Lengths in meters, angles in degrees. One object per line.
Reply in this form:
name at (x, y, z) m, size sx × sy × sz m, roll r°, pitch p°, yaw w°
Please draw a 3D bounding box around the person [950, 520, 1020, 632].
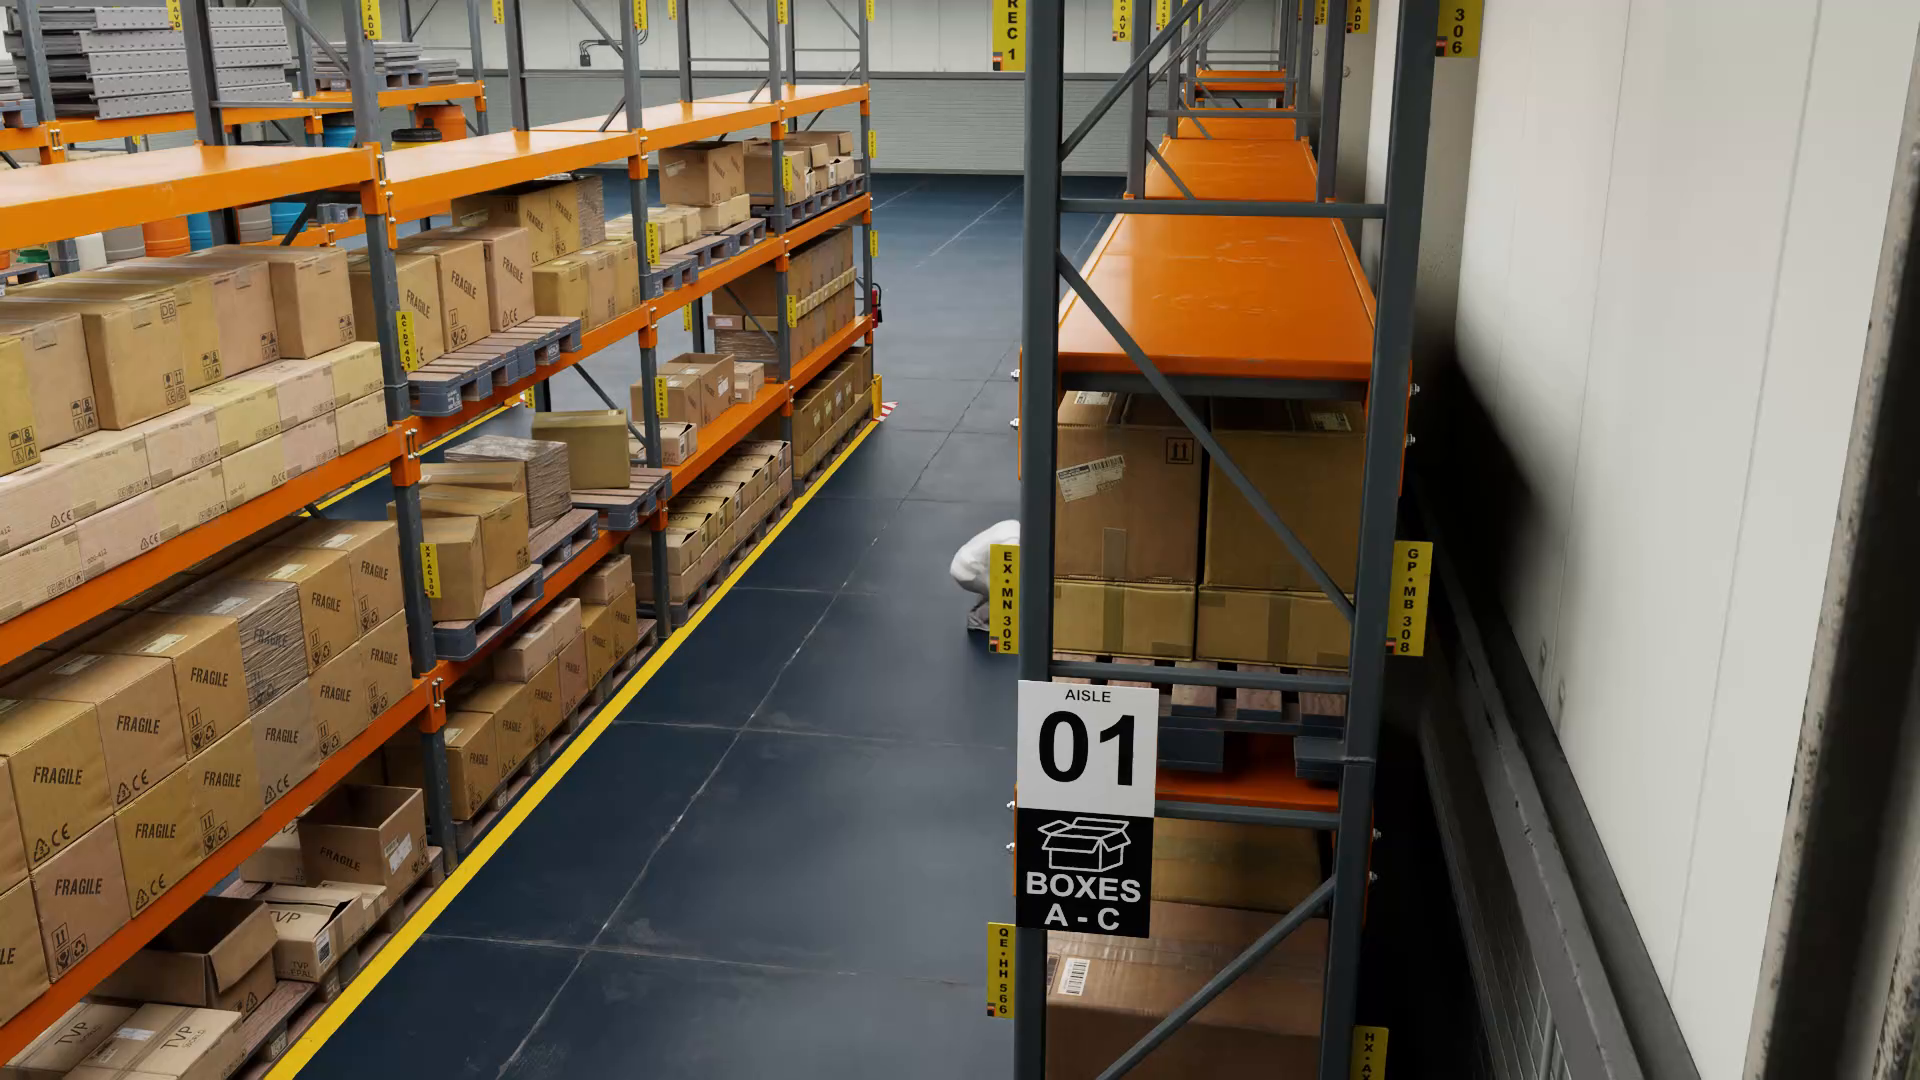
person at (0.380, 0.241, 14.002) m, size 0.913 × 1.008 × 0.540 m, roll 2°, pitch 18°, yaw 7°
